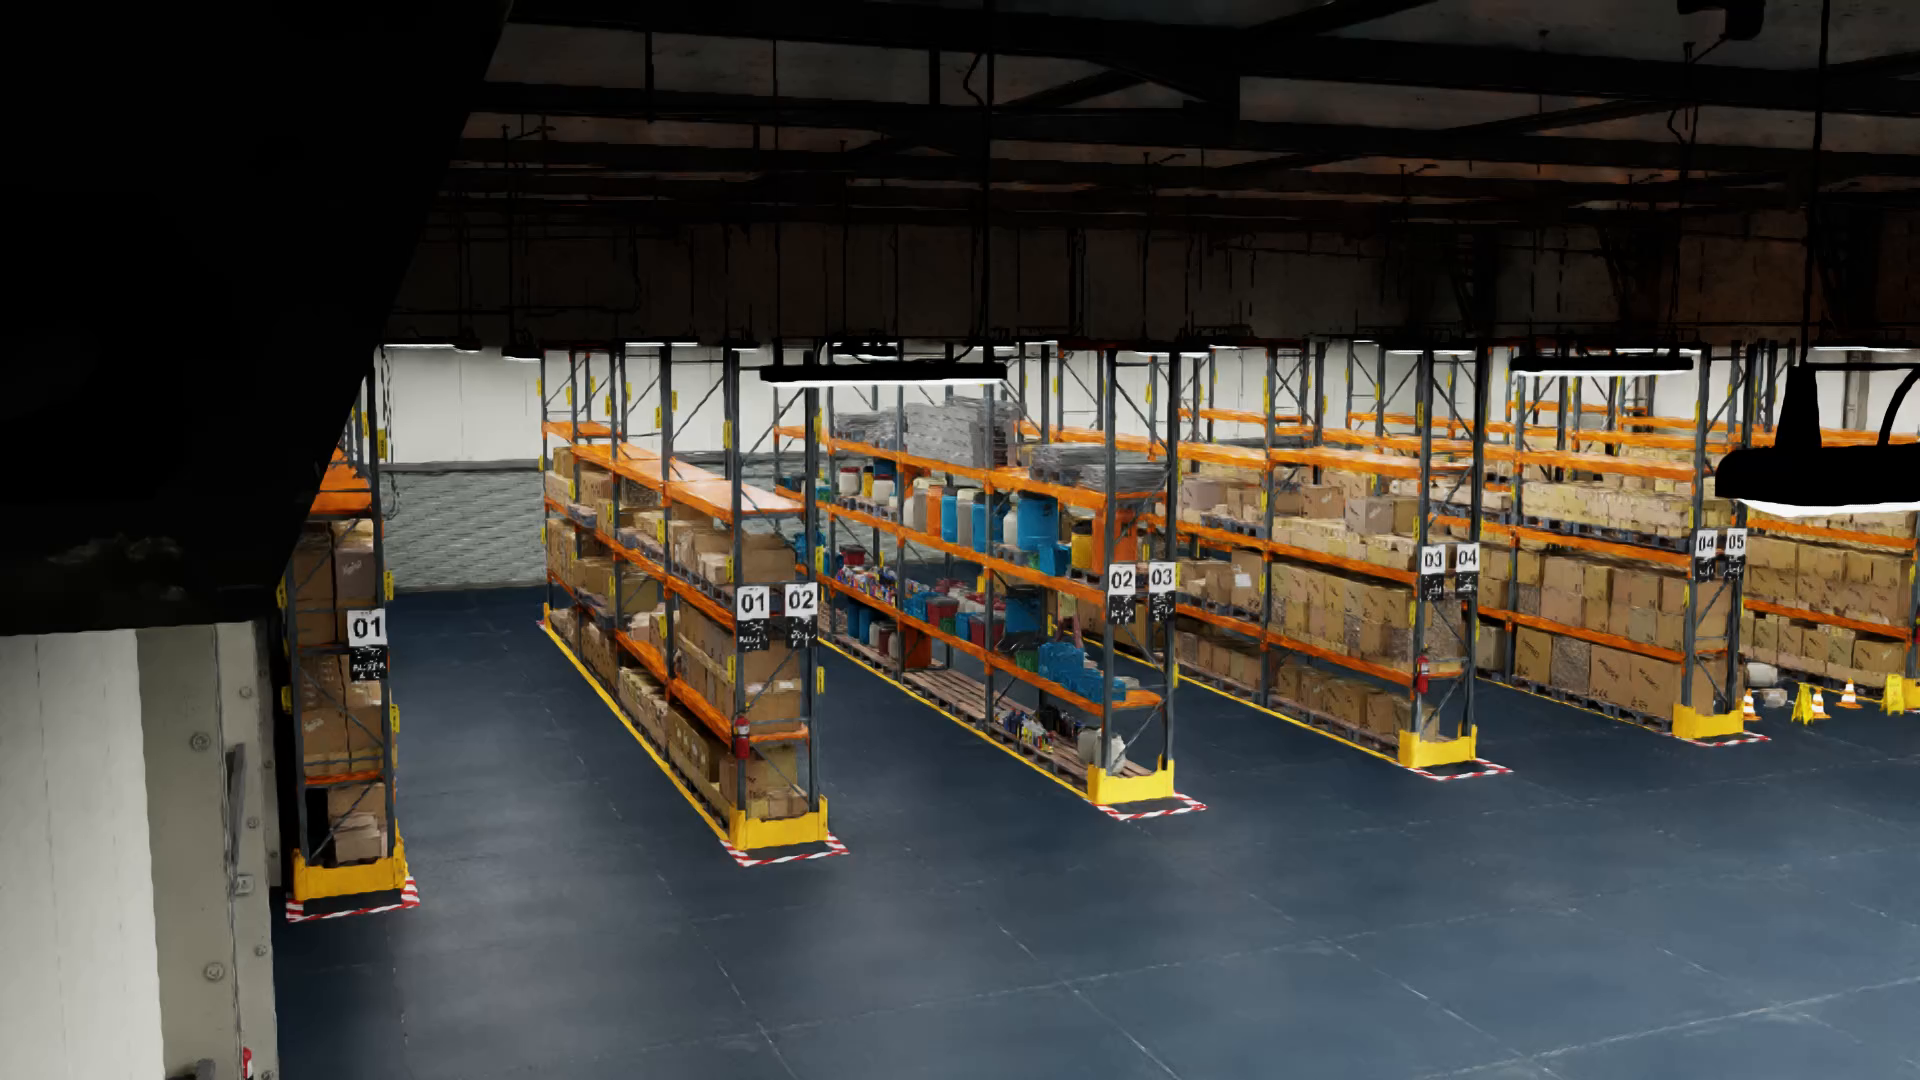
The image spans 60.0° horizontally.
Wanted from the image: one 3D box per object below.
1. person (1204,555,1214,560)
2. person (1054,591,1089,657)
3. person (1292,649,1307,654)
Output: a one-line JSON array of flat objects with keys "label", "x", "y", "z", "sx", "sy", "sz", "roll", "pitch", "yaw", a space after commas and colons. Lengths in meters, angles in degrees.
[{"label": "person", "x": 5.072, "y": 1.103, "z": 34.002, "sx": 0.480, "sy": 1.621, "sz": 0.987, "roll": -3, "pitch": 8, "yaw": -23}, {"label": "person", "x": 2.066, "y": 1.406, "z": 31.734, "sx": 0.448, "sy": 1.590, "sz": 1.110, "roll": -3, "pitch": 8, "yaw": -19}, {"label": "person", "x": 6.621, "y": 1.345, "z": 31.951, "sx": 0.578, "sy": 1.673, "sz": 0.463, "roll": 6, "pitch": 10, "yaw": 39}]
